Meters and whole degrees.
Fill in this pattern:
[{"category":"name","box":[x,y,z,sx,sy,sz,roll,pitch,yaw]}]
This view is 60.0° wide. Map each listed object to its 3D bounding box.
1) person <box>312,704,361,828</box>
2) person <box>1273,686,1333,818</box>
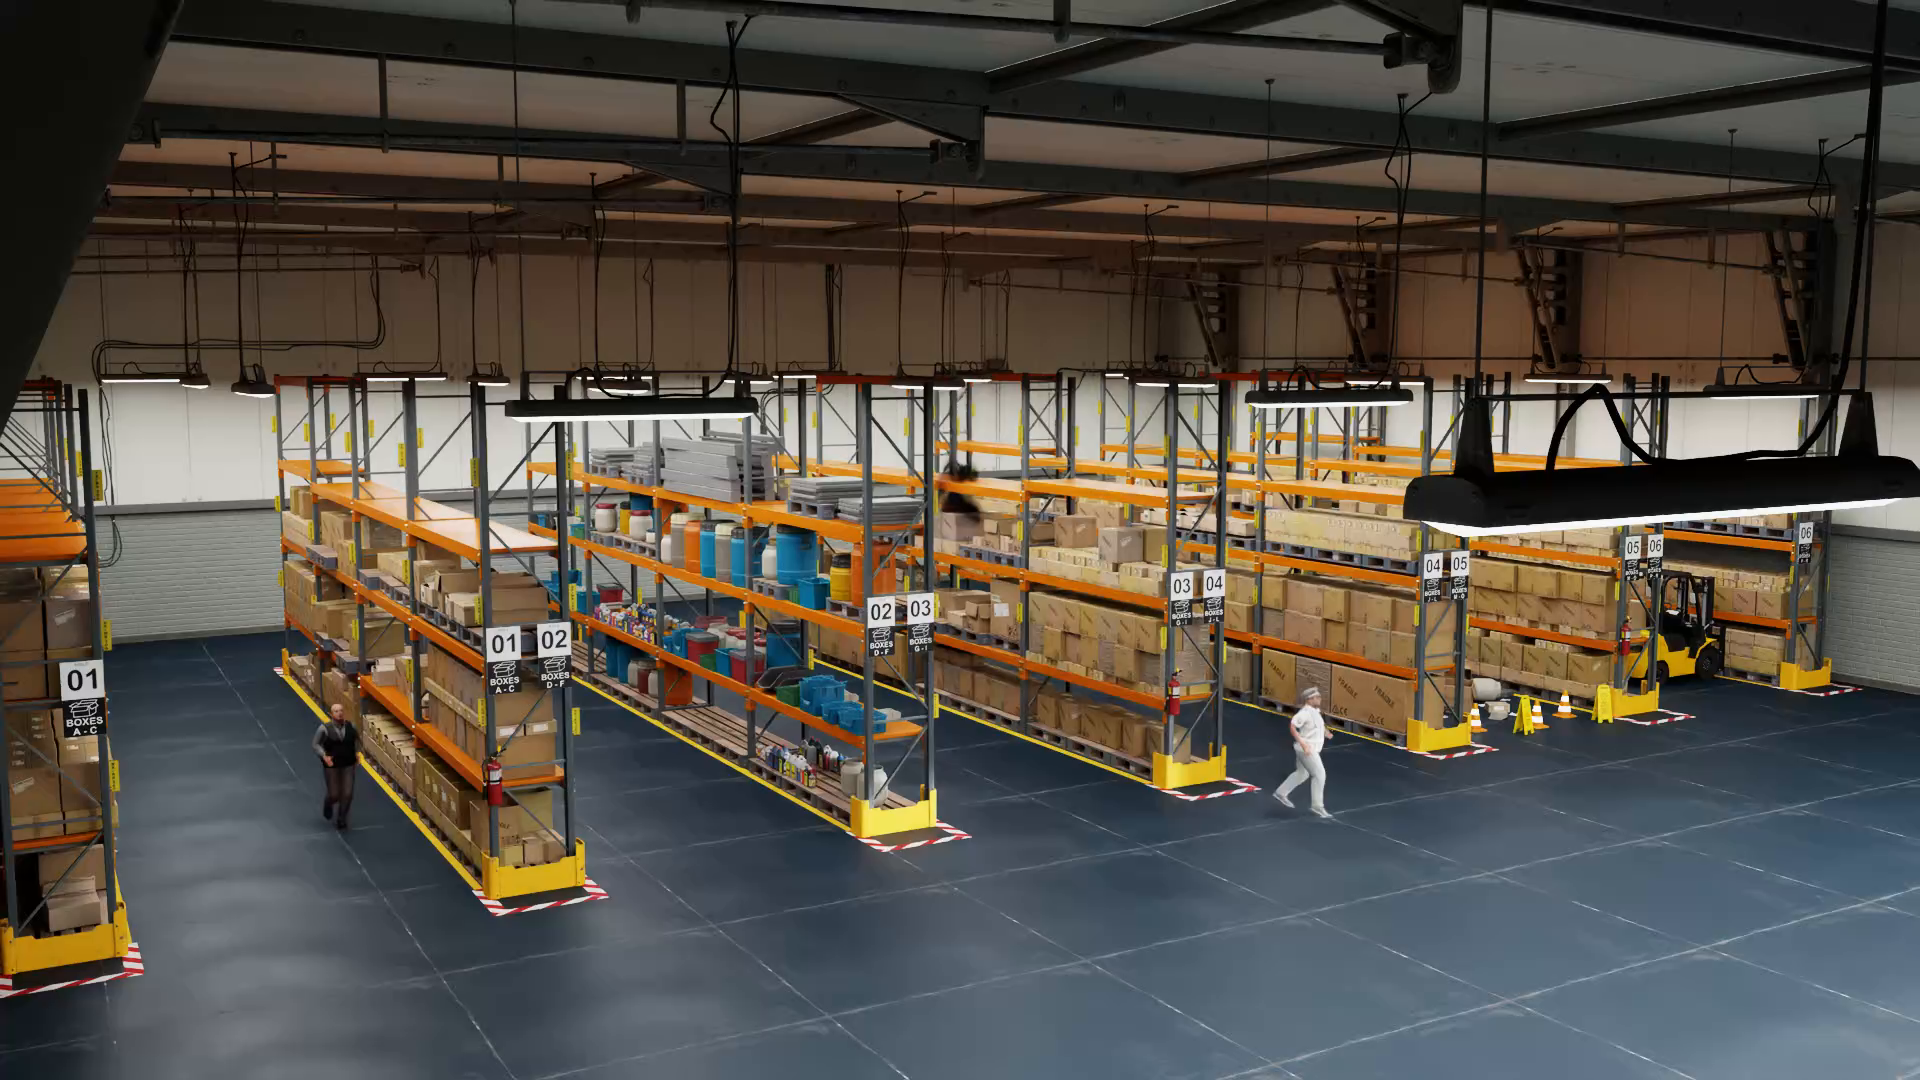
[{"category":"person","box":[-8.389,3.042,22.463,0.646,1.677,0.580,-5,8,-37]},{"category":"person","box":[4.797,2.928,23.116,0.798,1.843,0.653,2,7,16]}]
